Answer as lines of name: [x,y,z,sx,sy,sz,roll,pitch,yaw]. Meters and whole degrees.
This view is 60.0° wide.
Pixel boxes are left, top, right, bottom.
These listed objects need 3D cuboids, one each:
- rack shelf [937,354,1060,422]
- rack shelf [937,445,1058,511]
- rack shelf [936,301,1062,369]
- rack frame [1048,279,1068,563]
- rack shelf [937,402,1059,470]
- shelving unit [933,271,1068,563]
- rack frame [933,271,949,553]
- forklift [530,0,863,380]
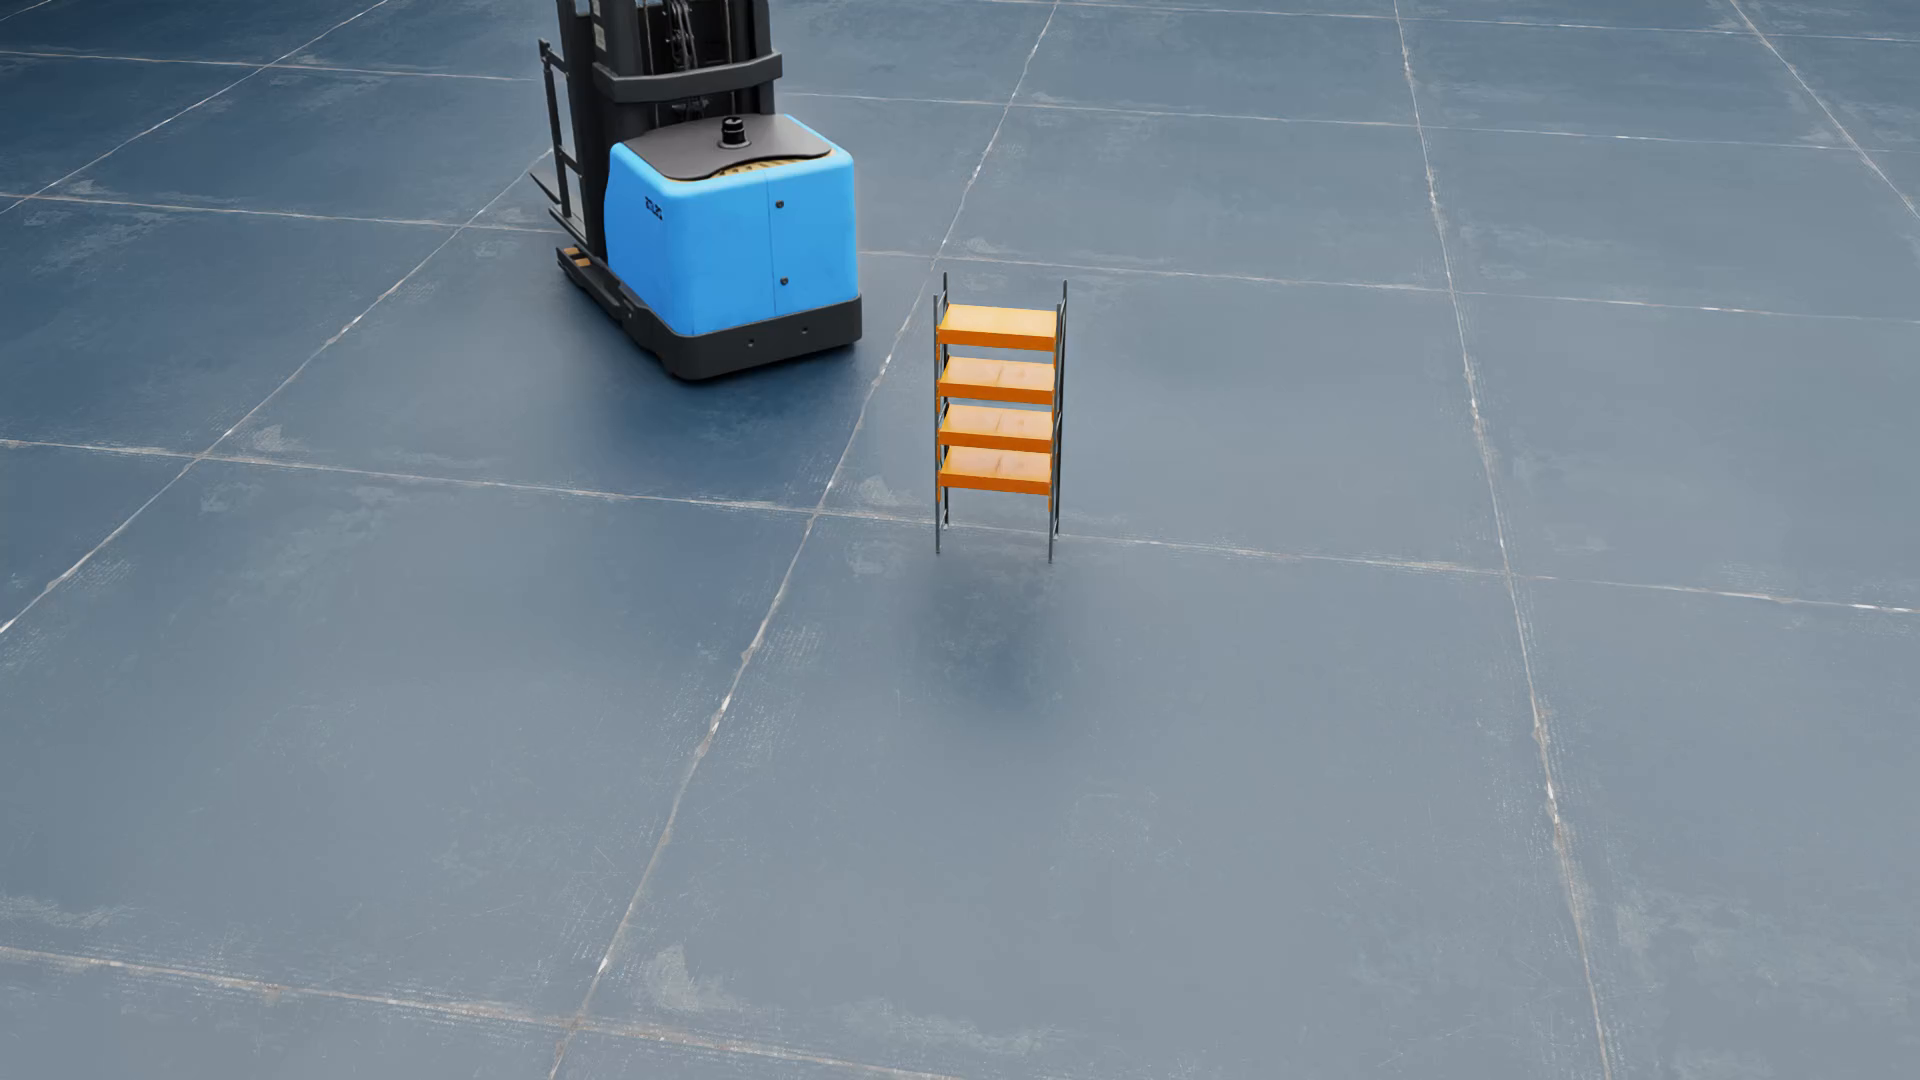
rack shelf: [0.163,-0.626,6.825,0.480,0.148,0.258,5,32,8]
rack shelf: [0.163,-0.268,7.049,0.480,0.148,0.258,5,32,8]
rack shelf: [0.163,-0.827,6.700,0.480,0.148,0.258,5,32,8]
rack frame: [0.404,-0.472,6.873,0.015,1.200,0.240,5,32,8]
rack shelf: [0.163,-0.437,6.944,0.480,0.148,0.258,5,32,8]
shelving unit: [0.163,-0.494,6.908,0.503,1.200,0.258,5,32,8]
rack frame: [-0.077,-0.516,6.943,0.015,1.200,0.240,5,32,8]
forklift: [-1.692,-2.805,8.969,1.130,2.935,3.031,-17,36,-25]
